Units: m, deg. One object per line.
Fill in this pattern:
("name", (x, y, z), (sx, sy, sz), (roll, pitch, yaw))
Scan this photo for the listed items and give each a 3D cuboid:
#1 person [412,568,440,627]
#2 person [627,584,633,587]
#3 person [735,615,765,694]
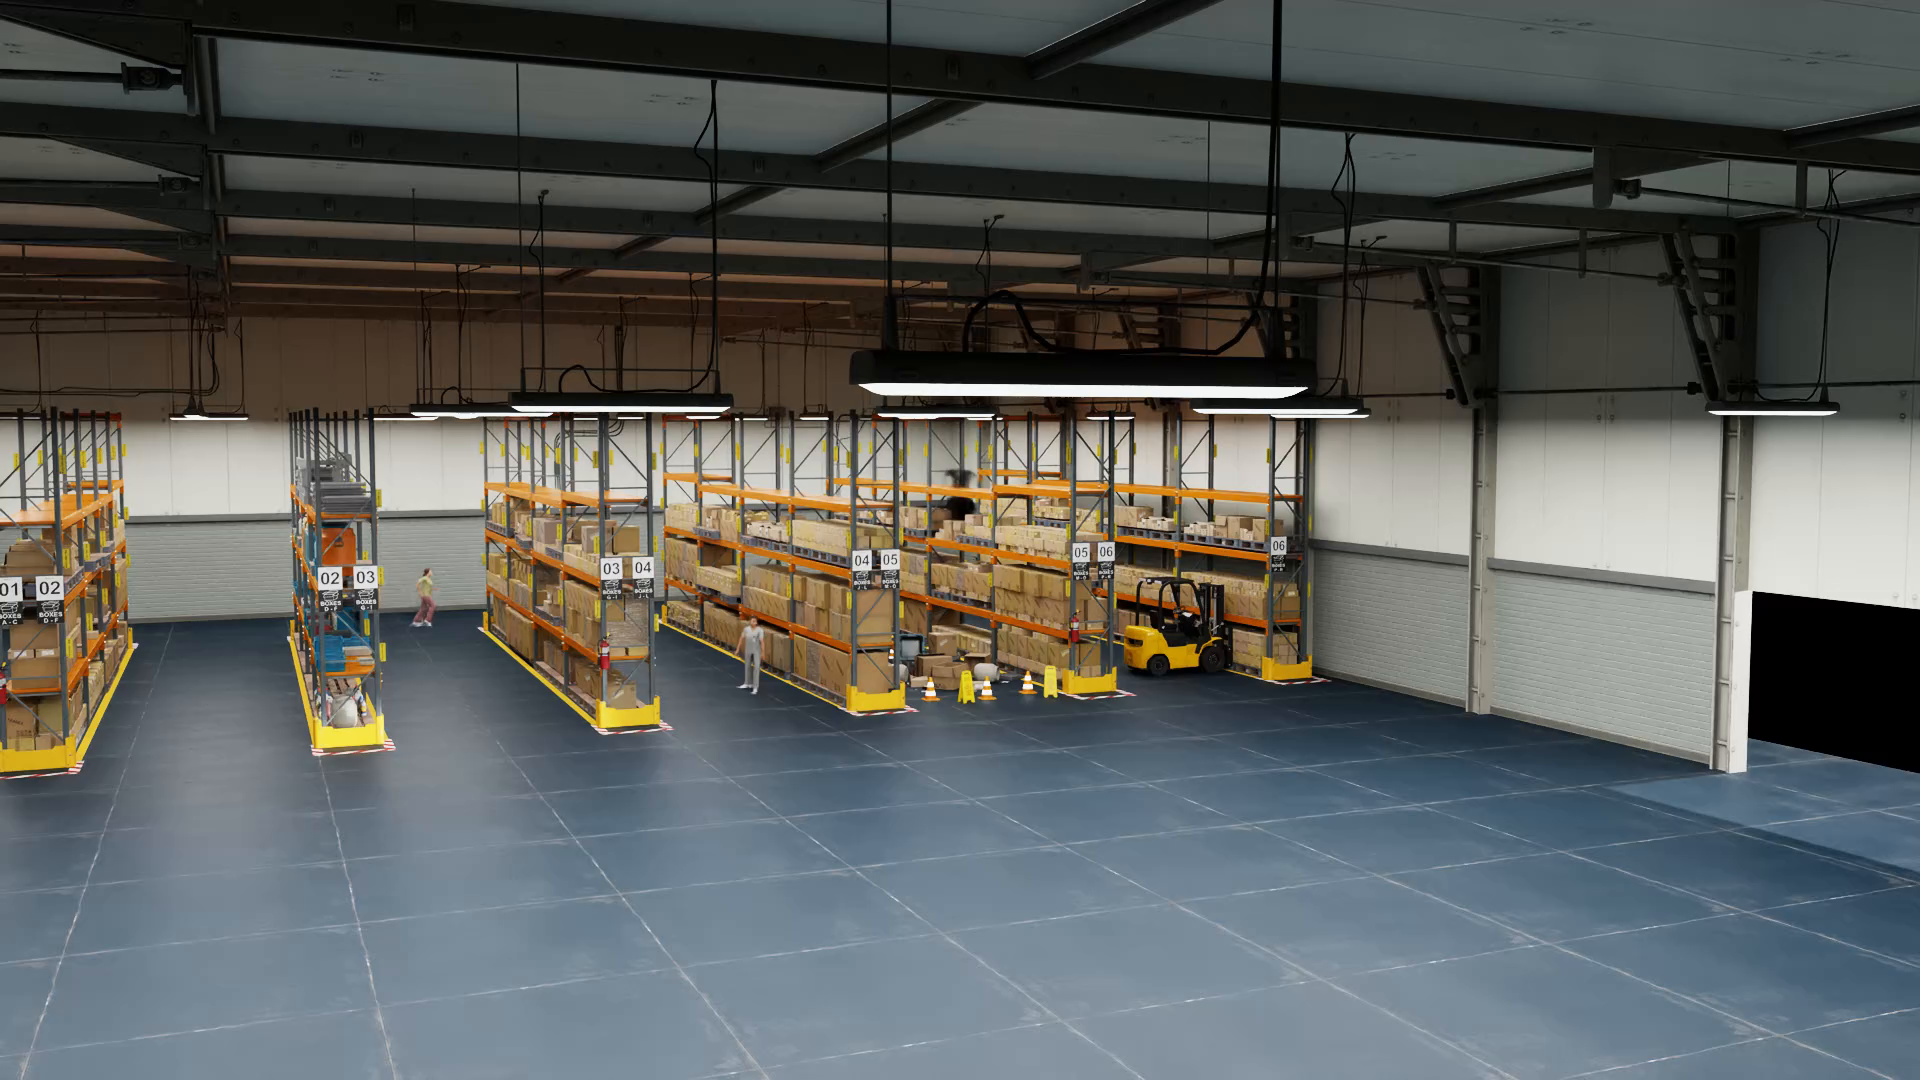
("person", (-15.084, 1.619, 46.929), (0.772, 1.664, 0.516), (0, 4, -7))
("person", (-9.433, 1.569, 47.113), (0.648, 1.793, 0.811), (0, 4, -5))
("person", (-4.476, 2.416, 35.528), (0.624, 1.663, 0.761), (1, 4, 10))
